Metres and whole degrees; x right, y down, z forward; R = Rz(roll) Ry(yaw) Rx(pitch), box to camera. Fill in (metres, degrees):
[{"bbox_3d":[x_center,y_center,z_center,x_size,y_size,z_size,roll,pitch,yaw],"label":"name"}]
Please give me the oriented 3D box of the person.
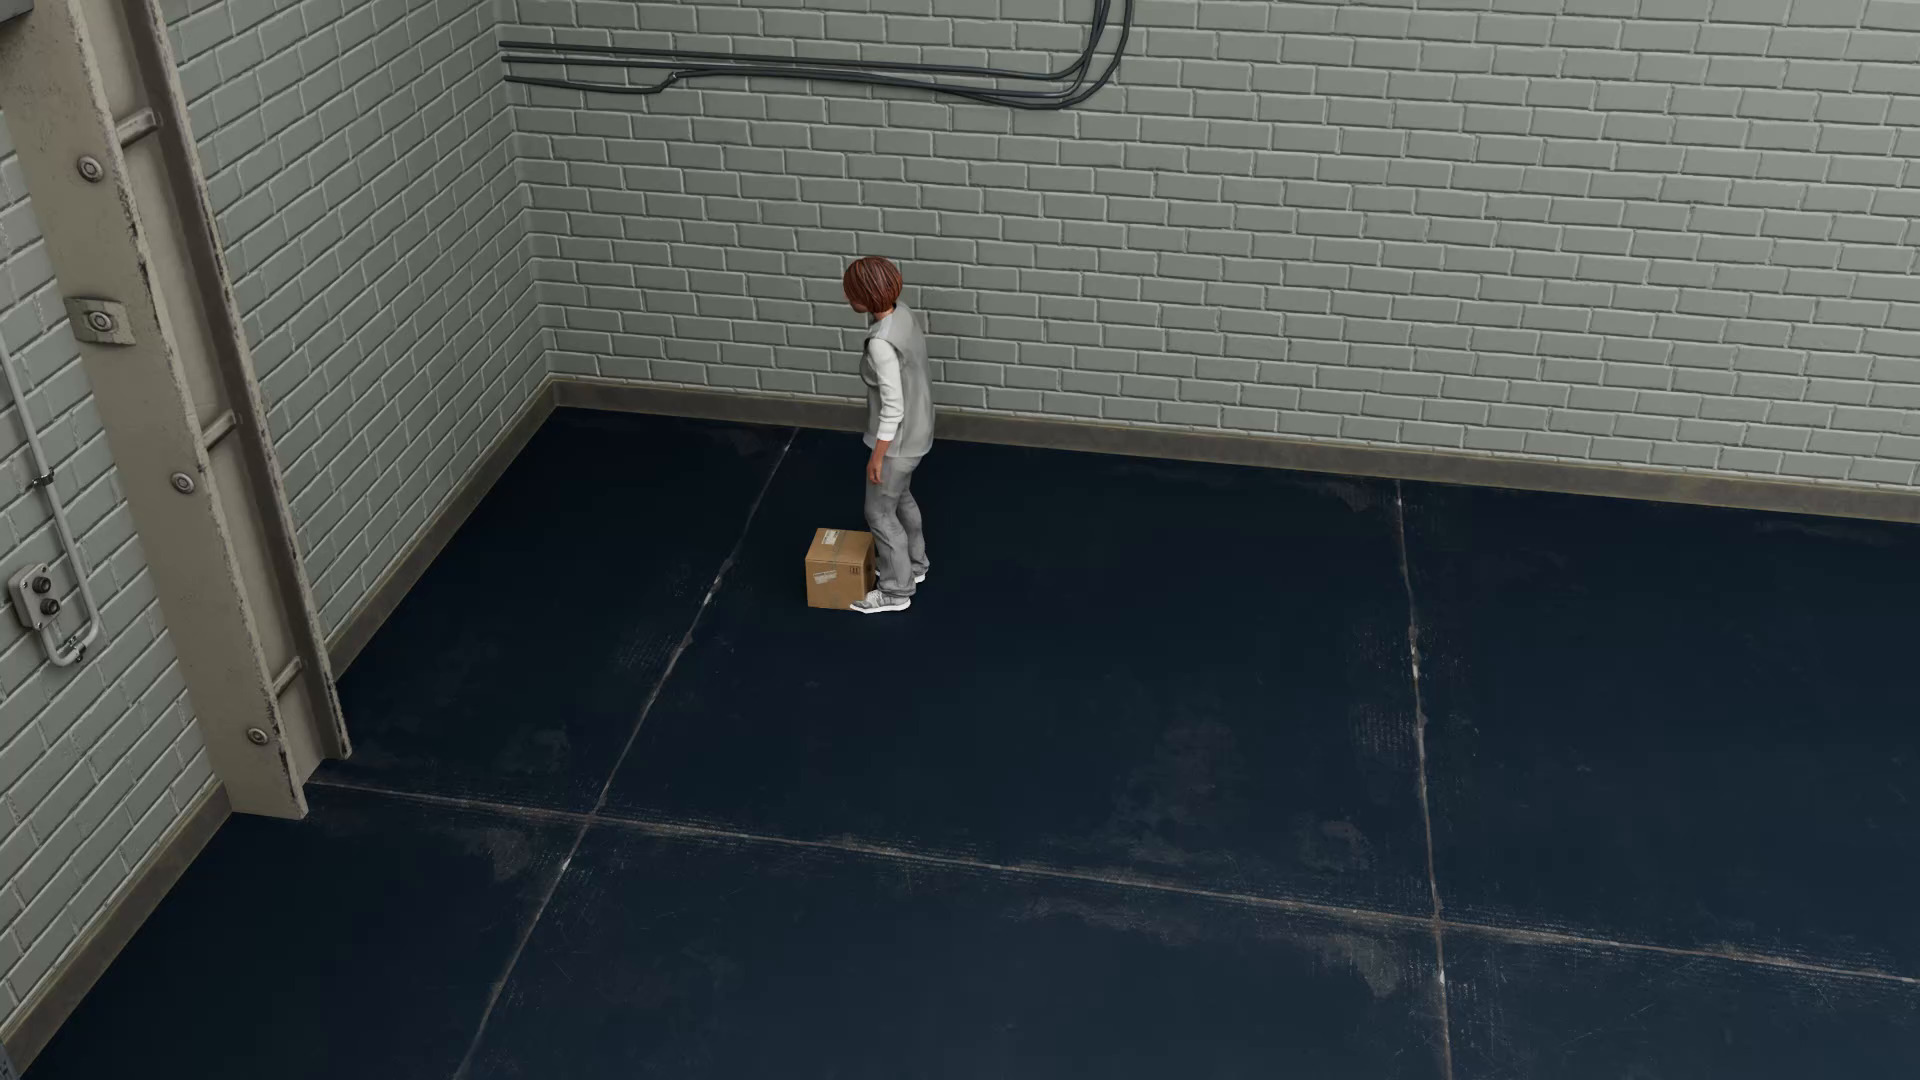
[{"bbox_3d":[-0.289,-0.419,6.796,0.370,1.594,0.484,4,33,6],"label":"person"}]
